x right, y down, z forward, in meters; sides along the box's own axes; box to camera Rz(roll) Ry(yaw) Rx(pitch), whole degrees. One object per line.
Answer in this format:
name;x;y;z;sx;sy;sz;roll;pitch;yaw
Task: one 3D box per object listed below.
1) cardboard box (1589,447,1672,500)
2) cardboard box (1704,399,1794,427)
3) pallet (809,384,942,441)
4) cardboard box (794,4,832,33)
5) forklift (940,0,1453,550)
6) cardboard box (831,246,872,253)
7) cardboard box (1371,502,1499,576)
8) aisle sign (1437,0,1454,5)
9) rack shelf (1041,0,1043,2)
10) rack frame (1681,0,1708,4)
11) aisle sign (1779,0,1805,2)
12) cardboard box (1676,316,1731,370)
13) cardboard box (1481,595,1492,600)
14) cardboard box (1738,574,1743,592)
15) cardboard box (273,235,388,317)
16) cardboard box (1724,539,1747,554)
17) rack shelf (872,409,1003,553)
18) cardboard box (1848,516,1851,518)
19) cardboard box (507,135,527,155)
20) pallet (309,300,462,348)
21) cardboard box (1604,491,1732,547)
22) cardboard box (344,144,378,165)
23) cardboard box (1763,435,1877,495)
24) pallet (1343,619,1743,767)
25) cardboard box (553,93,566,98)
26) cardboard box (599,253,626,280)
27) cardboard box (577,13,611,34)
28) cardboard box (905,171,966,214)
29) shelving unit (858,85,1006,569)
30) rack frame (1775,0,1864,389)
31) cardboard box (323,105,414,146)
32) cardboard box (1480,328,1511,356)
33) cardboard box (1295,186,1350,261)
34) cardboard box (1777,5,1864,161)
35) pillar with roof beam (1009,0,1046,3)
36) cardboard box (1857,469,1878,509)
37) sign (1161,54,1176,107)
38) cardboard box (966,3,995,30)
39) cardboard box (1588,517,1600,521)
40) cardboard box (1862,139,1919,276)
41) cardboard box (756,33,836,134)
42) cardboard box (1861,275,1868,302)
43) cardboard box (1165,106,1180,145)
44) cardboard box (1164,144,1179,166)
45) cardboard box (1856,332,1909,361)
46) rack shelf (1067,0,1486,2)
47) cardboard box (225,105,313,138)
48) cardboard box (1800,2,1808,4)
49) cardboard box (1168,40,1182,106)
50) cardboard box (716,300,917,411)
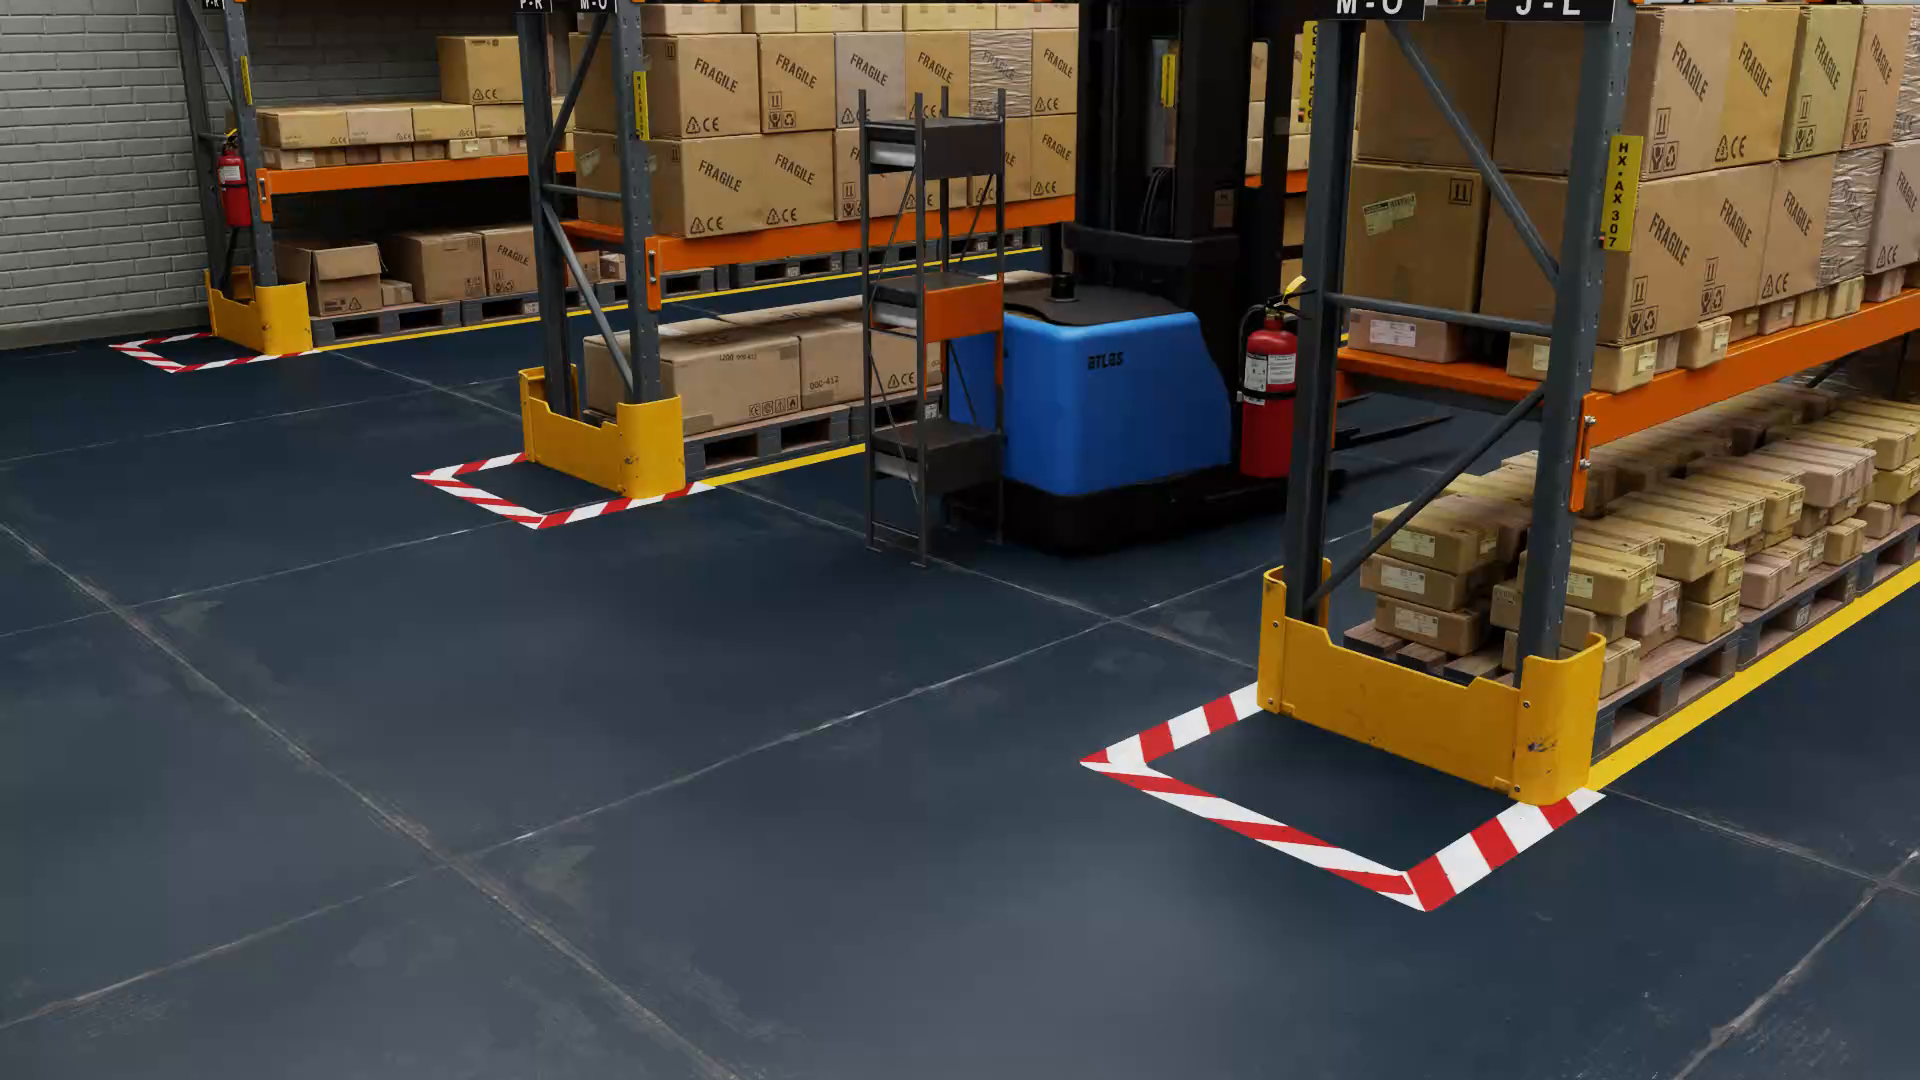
cardboard box;2.725;-0.274;6.942;0.380;0.149;0.250;17;25;42
cardboard box;3.658;-0.551;7.798;0.250;0.149;0.380;-17;24;-42
pallet;-0.526;-0.919;10.477;1.213;0.211;1.003;-16;24;-41
cardboard box;-0.903;-2.807;8.943;0.380;0.149;0.250;17;25;42
forklift;1.385;-1.691;8.448;3.031;2.935;1.130;-13;22;-34
cardboard box;-1.194;-3.043;15.879;0.500;0.500;0.500;17;25;42
cardboard box;1.746;-0.009;6.125;0.250;0.149;0.380;-16;24;-40
aisle sign;6.523;-7.488;22.001;0.004;0.787;0.394;-16;24;-41
rack shelf;1.914;-6.116;18.289;4.000;0.370;1.077;-16;24;-41
rack frame;6.780;-4.344;16.519;0.127;3.000;1.000;-16;24;-41
aisle sign;9.519;-6.511;18.987;0.004;0.787;0.394;-16;24;-41
cardboard box;2.385;-0.697;5.679;0.380;0.149;0.250;17;25;42
cardboard box;1.892;0.208;6.422;0.250;0.149;0.380;-15;23;-39
cardboard box;2.827;0.171;6.536;0.250;0.149;0.380;-16;24;-41
cardboard box;-4.842;-2.033;12.759;0.797;0.503;0.637;17;24;42
cardboard box;2.836;0.023;6.508;0.380;0.149;0.250;16;24;41
rack shelf;-0.120;-0.285;7.773;0.480;0.518;0.431;-16;24;-41
cardboard box;3.722;-0.110;7.401;0.250;0.149;0.380;-17;25;-42
cardboard box;-3.637;-3.194;13.379;0.250;0.149;0.380;-16;24;-41
pallet;-4.718;-1.771;13.106;1.213;0.211;1.003;-16;24;-41
cardboard box;2.662;-0.056;6.271;0.380;0.149;0.250;16;24;41
cardboard box;-4.605;-2.929;12.563;0.250;0.149;0.380;-17;24;-42
cardboard box;3.652;-0.321;7.088;0.380;0.149;0.250;16;24;41
pallet;2.205;0.433;6.307;1.213;0.211;1.003;-16;24;-41
cardboard box;-3.350;-3.678;14.227;0.500;0.250;0.500;-17;24;-41
cardboard box;-2.908;-2.400;14.276;0.258;0.266;0.396;-15;23;-39
cardboard box;-1.816;-2.754;8.780;0.250;0.149;0.380;-16;24;-40
cardboard box;-0.310;-2.213;9.785;0.500;0.500;0.500;-15;23;-39
shelving unit;-0.120;-0.964;7.553;0.503;2.100;0.431;-16;24;-41
rack frame;4.442;-1.561;7.935;0.127;3.000;1.000;-16;24;-41
cardboard box;-4.471;-3.126;12.522;0.500;0.250;0.500;-16;24;-40
cardboard box;1.785;-0.771;5.905;0.250;0.149;0.380;-16;24;-41
cardboard box;2.664;-2.370;13.194;0.875;0.875;0.875;-16;24;-40
cardboard box;2.800;-1.627;5.874;0.500;0.500;0.500;-17;25;-42
pillar with roof beam;3.747;-6.975;14.908;0.400;9.000;9.100;-16;24;-41
cardboard box;3.811;-0.256;7.370;0.250;0.149;0.380;-16;24;-40
sign;1.350;-2.974;10.762;0.005;0.325;0.100;-16;24;-41
cardboard box;-0.010;-3.087;9.808;0.250;0.149;0.380;-17;24;-42
cardboard box;2.365;-0.019;6.638;0.250;0.149;0.380;-17;24;-41
cardboard box;3.544;-1.369;6.700;0.500;0.500;0.500;-16;24;-41
cardboard box;-1.024;-2.473;8.966;0.500;0.500;0.500;-17;25;-42
cardboard box;3.445;-1.051;6.769;0.250;0.149;0.380;-17;24;-42
cardboard box;1.481;-2.845;11.329;0.500;0.250;0.500;17;25;42
cardboard box;1.469;-2.612;11.419;0.500;0.250;0.500;-17;25;-42
cardboard box;4.809;-1.143;8.802;0.500;0.250;0.500;-17;25;-42
rack shelf;2.421;-4.157;12.246;4.000;0.370;1.077;-16;24;-41
cardboard box;-5.200;-3.140;12.566;0.500;0.250;0.500;-15;23;-39
cardboard box;8.793;-5.462;17.703;0.500;0.500;0.700;-17;24;-41
cardboard box;1.485;-3.201;11.210;0.500;0.500;0.500;-16;24;-40
cardboard box;-0.869;-1.140;10.111;0.875;0.438;0.875;-15;24;-39
